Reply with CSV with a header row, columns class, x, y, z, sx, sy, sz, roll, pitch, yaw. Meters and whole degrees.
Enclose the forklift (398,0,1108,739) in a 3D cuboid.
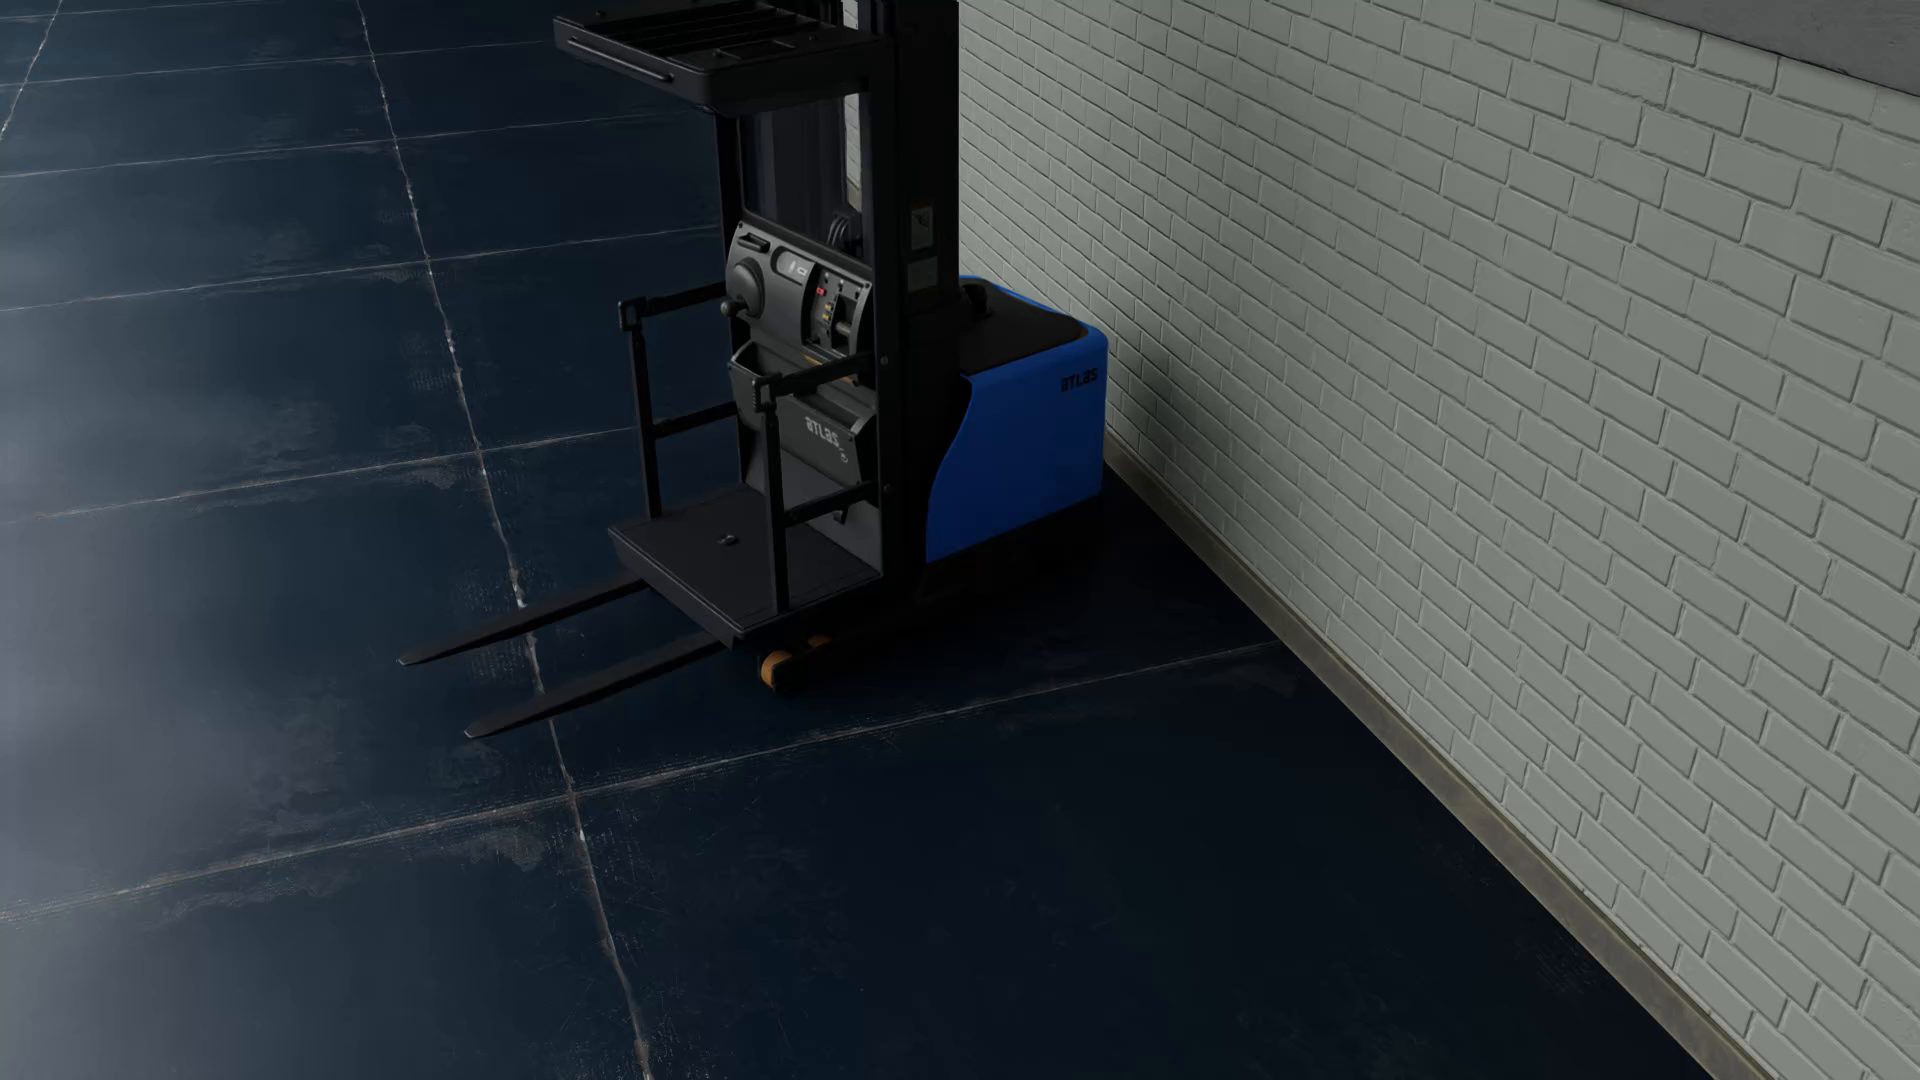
class,x,y,z,sx,sy,sz,roll,pitch,yaw
forklift,-0.808,-0.959,6.472,3.031,2.935,1.130,-22,36,-33
